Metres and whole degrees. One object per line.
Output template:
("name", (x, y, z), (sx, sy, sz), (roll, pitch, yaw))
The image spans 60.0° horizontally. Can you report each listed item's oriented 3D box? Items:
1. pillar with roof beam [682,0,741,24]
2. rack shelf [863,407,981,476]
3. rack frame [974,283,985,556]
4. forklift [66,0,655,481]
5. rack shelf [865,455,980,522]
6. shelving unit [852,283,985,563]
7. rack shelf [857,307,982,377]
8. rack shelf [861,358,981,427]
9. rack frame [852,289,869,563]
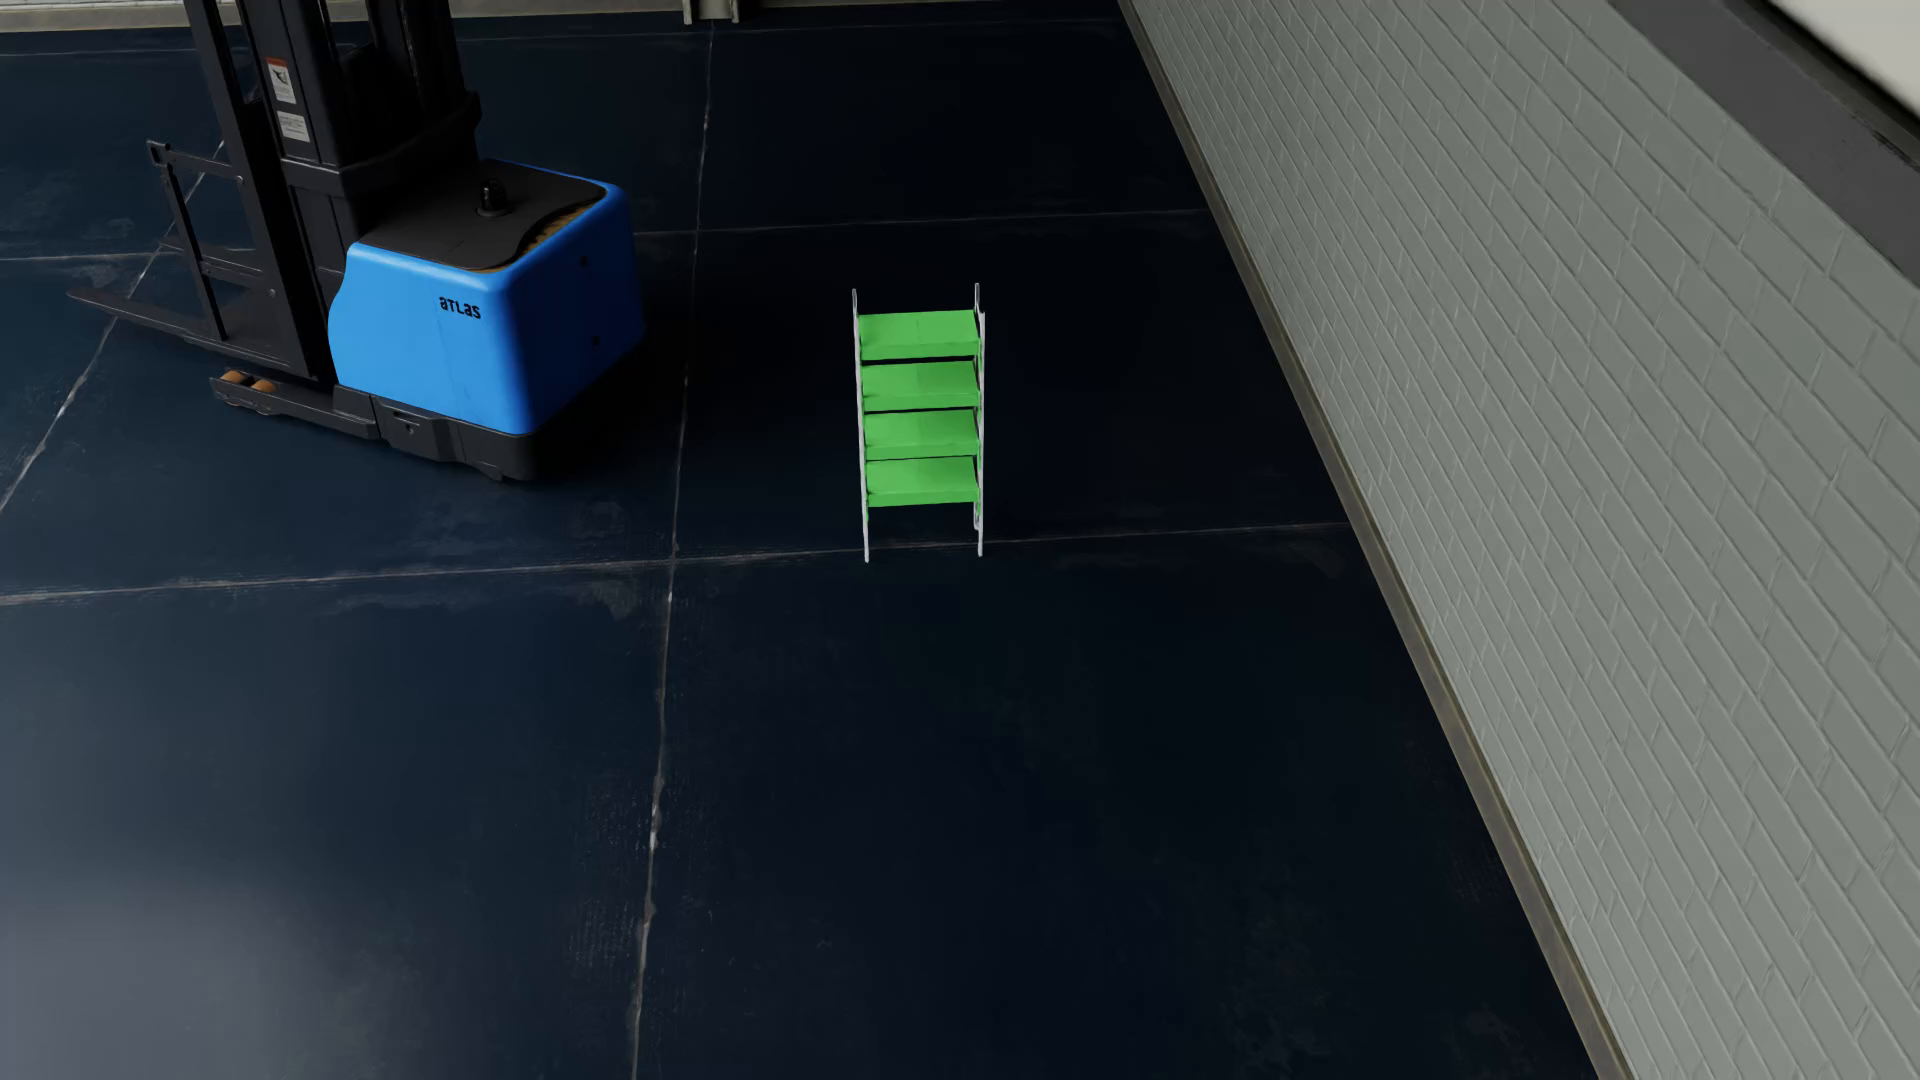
("pillar with roof beam", (-1.413, -4.687, 5.926), (0.400, 9.000, 9.100), (-3, 38, -4))
("rack shelf", (-0.165, -0.412, 6.906), (0.480, 0.148, 0.258), (-3, 38, -4))
("rack frame", (0.078, -0.475, 6.884), (0.015, 1.200, 0.240), (-3, 38, -4))
("forklift", (-3.054, -2.030, 7.456), (3.031, 2.935, 1.130), (16, 41, 19))
("rack shelf", (-0.165, -0.223, 7.055), (0.480, 0.148, 0.258), (-3, 38, -4))
("shelving unit", (-0.165, -0.462, 6.867), (0.503, 1.200, 0.258), (-3, 38, -4))
("rack shelf", (-0.165, -0.789, 6.609), (0.480, 0.148, 0.258), (-3, 38, -4))
("rack shelf", (-0.165, -0.600, 6.758), (0.480, 0.148, 0.258), (-3, 38, -4))
("rack frame", (-0.408, -0.449, 6.850), (0.015, 1.200, 0.240), (-3, 38, -4))
